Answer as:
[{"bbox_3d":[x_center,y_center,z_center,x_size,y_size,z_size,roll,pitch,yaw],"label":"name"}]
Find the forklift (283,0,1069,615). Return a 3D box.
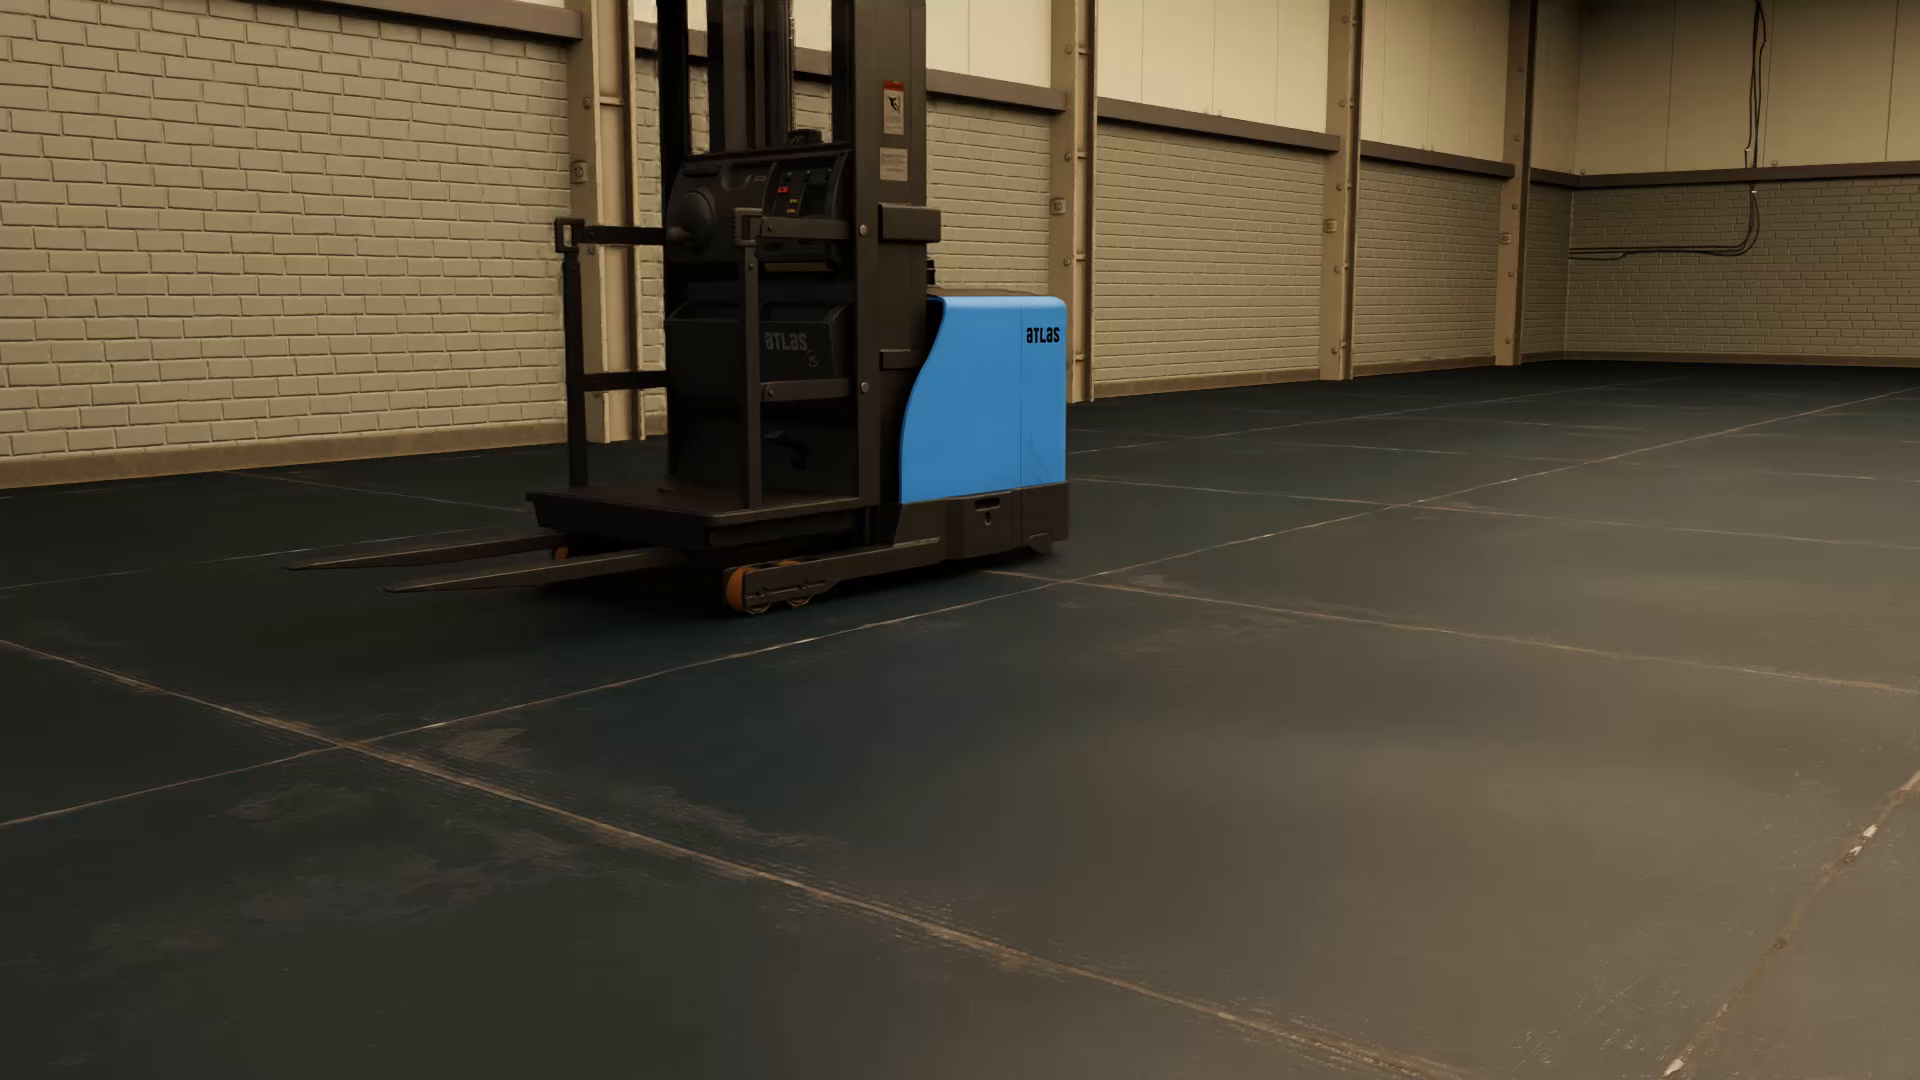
[{"bbox_3d":[-0.900,-1.277,6.009,1.130,2.935,3.031,7,11,41],"label":"forklift"}]
